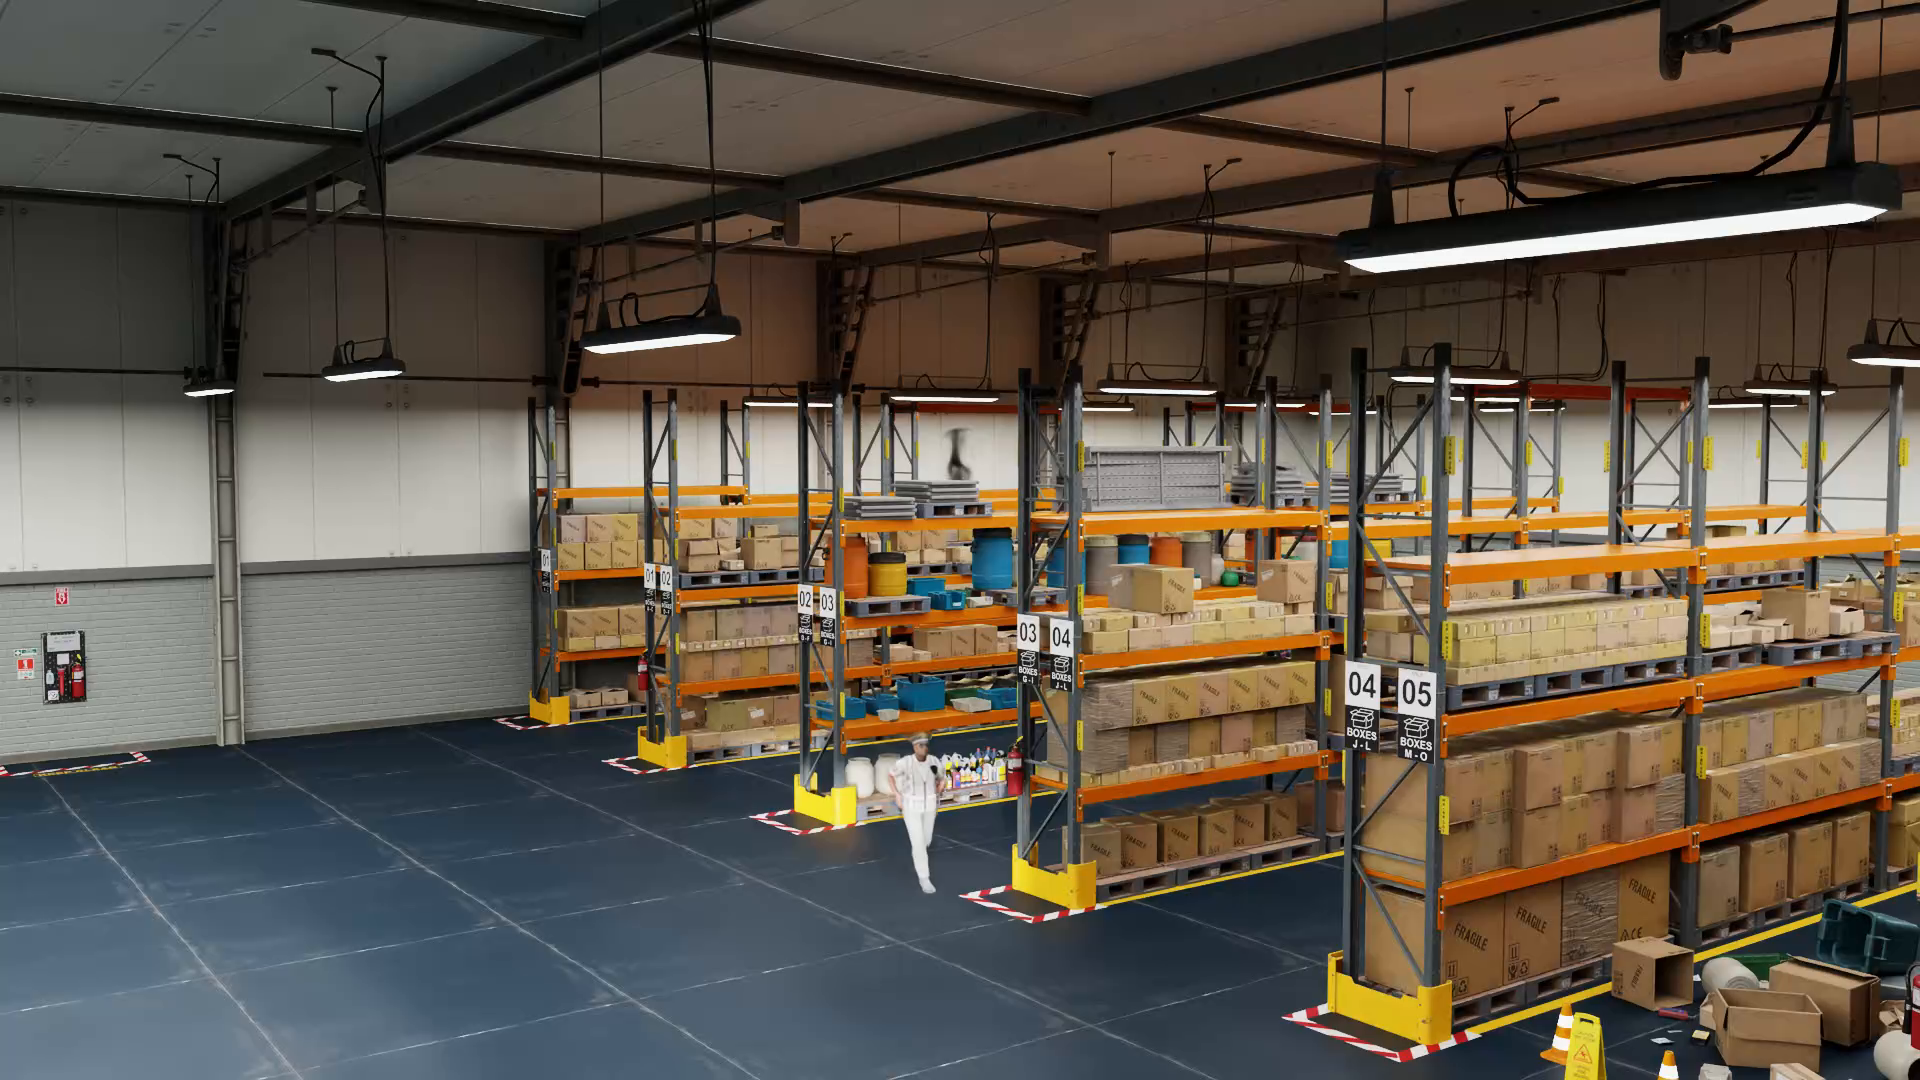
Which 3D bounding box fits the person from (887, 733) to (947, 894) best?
[{"bbox_3d":[-0.491,3.128,19.429,0.678,1.805,0.984,-2,4,-24],"label":"person"}]
